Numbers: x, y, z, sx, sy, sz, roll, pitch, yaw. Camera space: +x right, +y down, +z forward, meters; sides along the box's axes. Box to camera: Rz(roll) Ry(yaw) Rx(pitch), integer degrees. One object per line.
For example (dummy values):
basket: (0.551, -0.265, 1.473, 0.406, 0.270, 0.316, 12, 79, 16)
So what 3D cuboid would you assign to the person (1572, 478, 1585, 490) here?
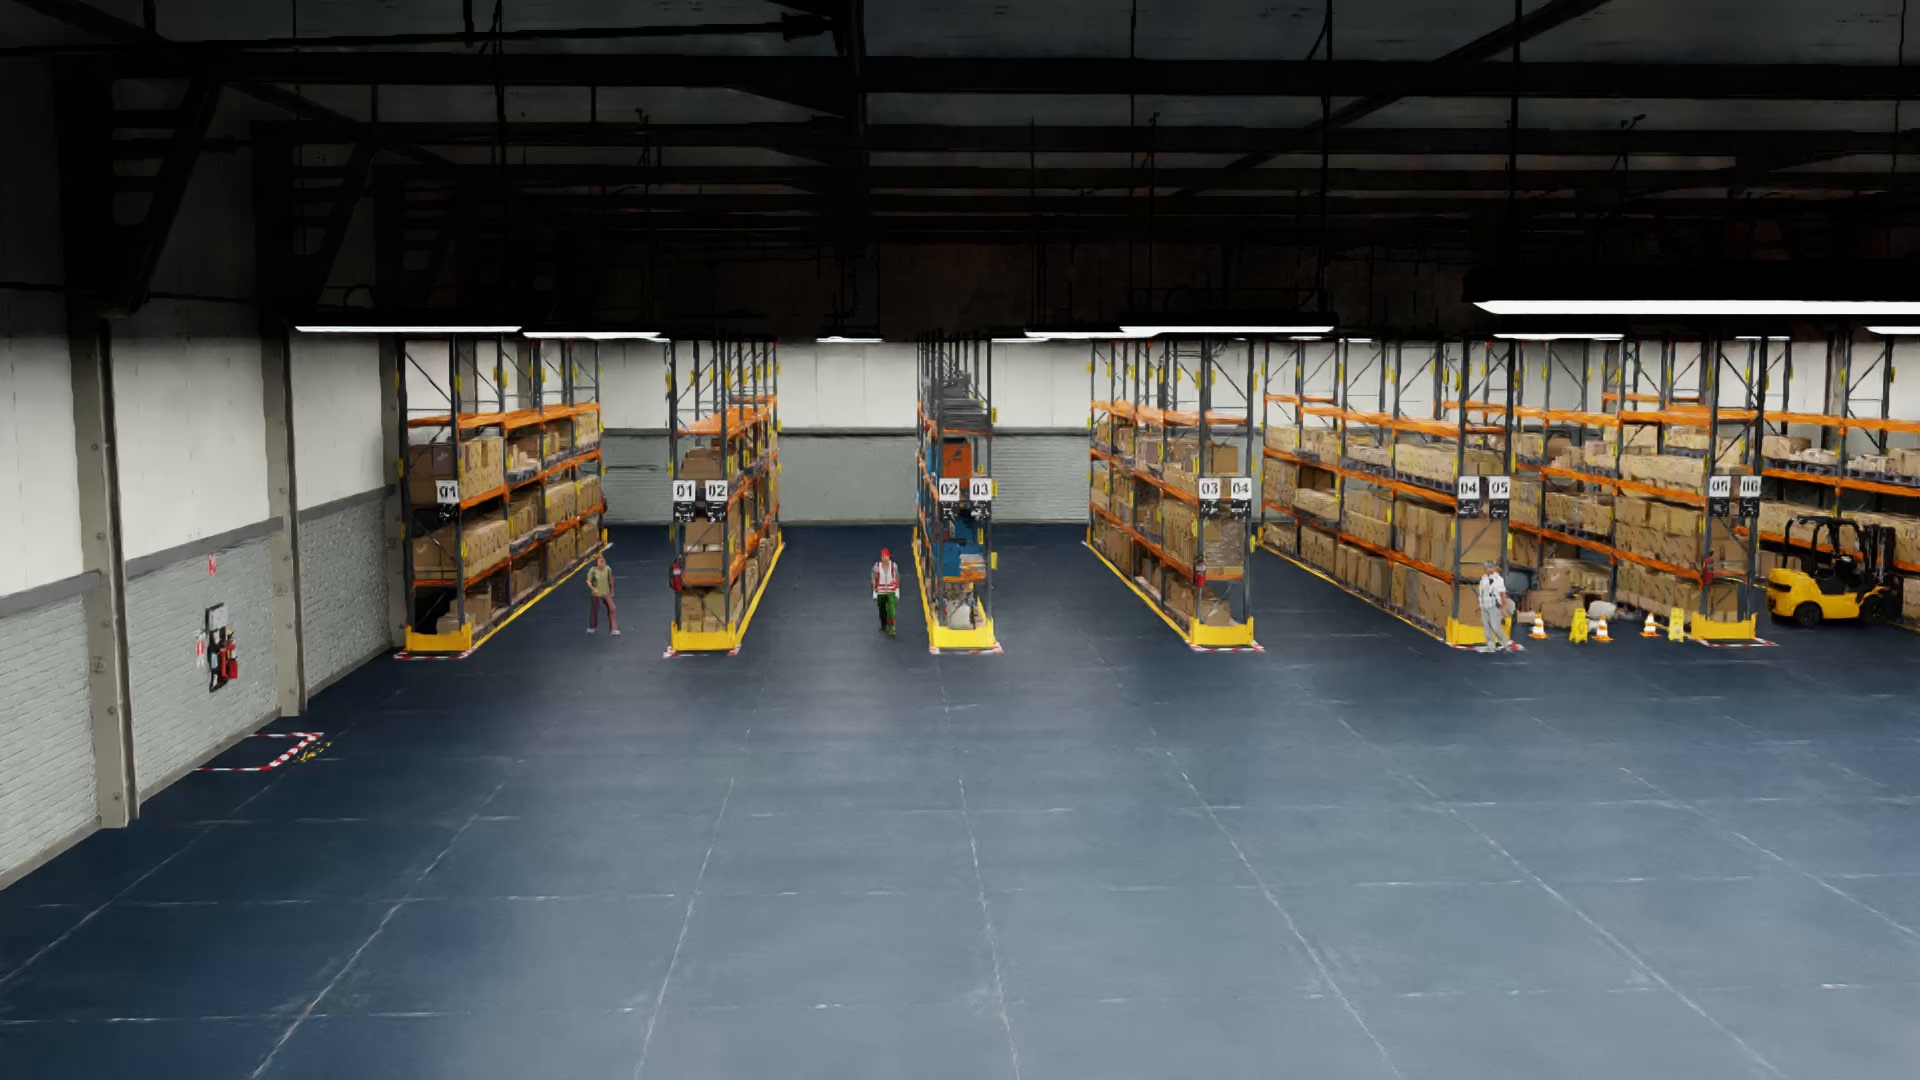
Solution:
person: (18.723, -1.063, 50.370, 0.722, 1.713, 0.561, -4, 8, -31)

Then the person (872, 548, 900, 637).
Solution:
person: (-1.464, 1.007, 32.731, 0.553, 1.709, 1.123, 0, 7, -1)

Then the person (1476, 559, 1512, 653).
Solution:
person: (9.910, 1.231, 30.821, 0.523, 1.751, 0.715, -3, 7, -24)

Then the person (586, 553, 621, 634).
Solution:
person: (-7.087, 1.047, 32.873, 0.611, 1.603, 0.817, -2, 7, -20)
